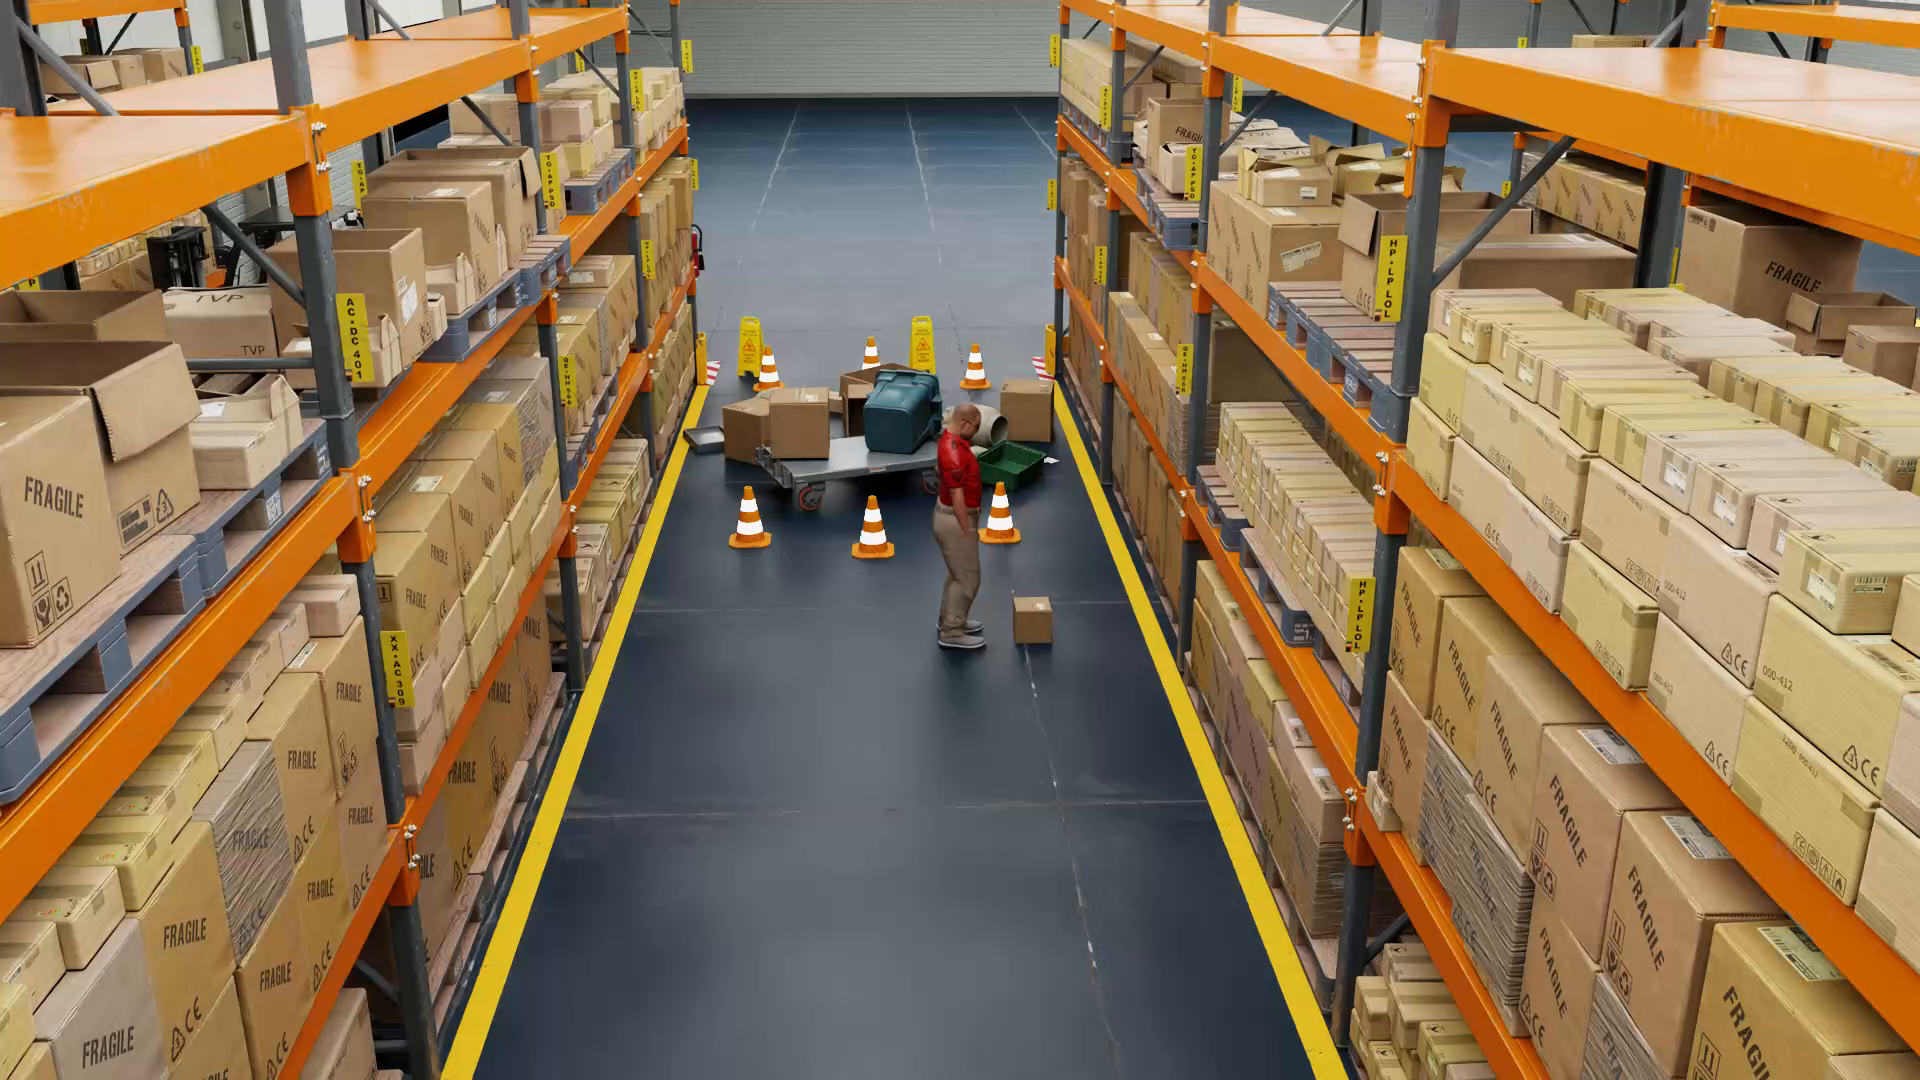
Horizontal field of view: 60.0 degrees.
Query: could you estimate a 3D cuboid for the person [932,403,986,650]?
[{"bbox_3d":[-0.008,-0.116,11.459,0.366,1.709,0.540,-1,20,-2],"label":"person"}]
